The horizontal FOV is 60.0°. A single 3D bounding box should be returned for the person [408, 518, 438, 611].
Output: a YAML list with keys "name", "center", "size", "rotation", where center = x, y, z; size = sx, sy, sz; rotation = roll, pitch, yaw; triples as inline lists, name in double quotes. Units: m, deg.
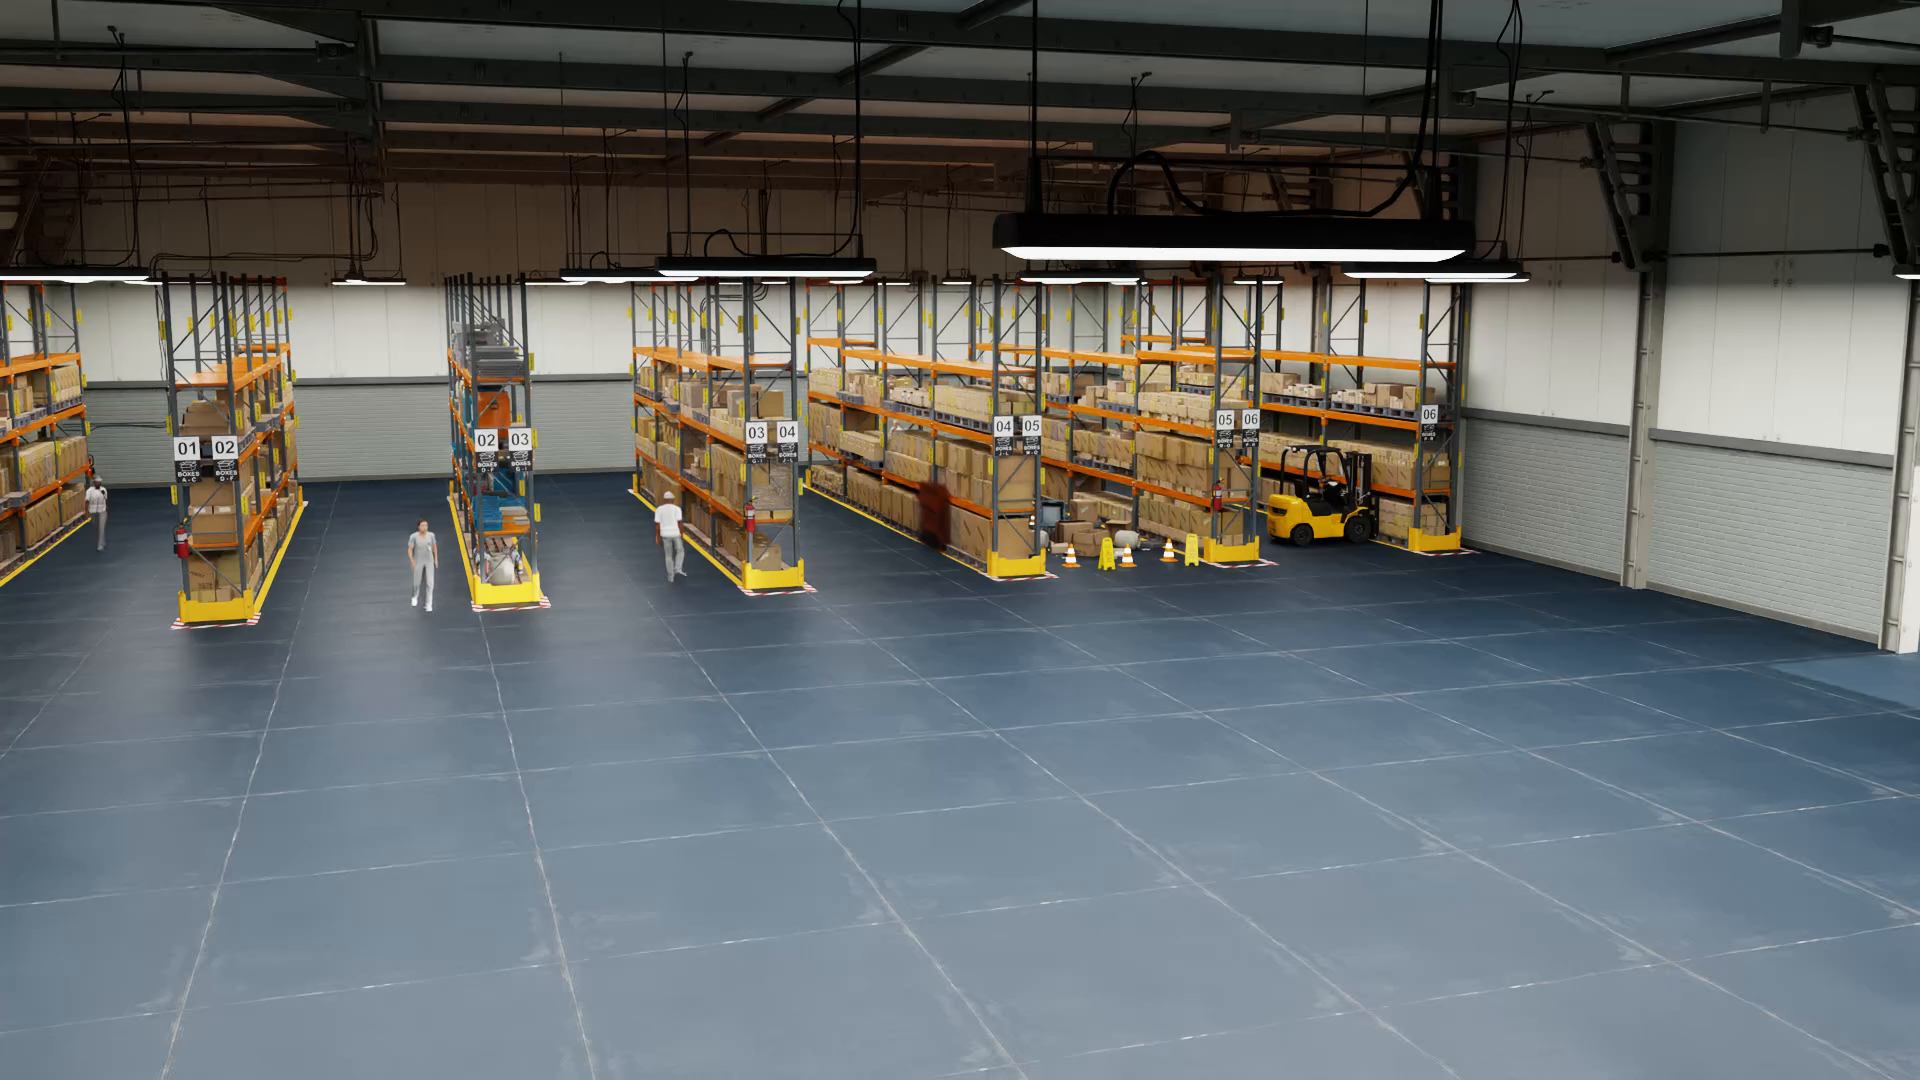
- name: "person"
  center: [-9.655, 0.418, 29.903]
  size: [0.512, 1.659, 0.696]
  rotation: [-4, 10, -25]

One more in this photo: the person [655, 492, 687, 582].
- name: "person"
  center: [-5.696, -0.073, 32.709]
  size: [0.602, 1.753, 0.567]
  rotation: [-1, 9, -7]

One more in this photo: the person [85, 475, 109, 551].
- name: "person"
  center: [-18.995, -0.614, 36.621]
  size: [0.439, 1.625, 1.005]
  rotation: [-2, 9, -13]

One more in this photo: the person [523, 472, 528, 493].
- name: "person"
  center: [-11.583, -1.651, 43.632]
  size: [0.641, 1.631, 0.575]
  rotation: [-4, 10, -25]

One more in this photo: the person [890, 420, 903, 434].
- name: "person"
  center: [-1.883, -2.824, 50.837]
  size: [0.902, 1.739, 0.576]
  rotation: [-4, 9, -24]
